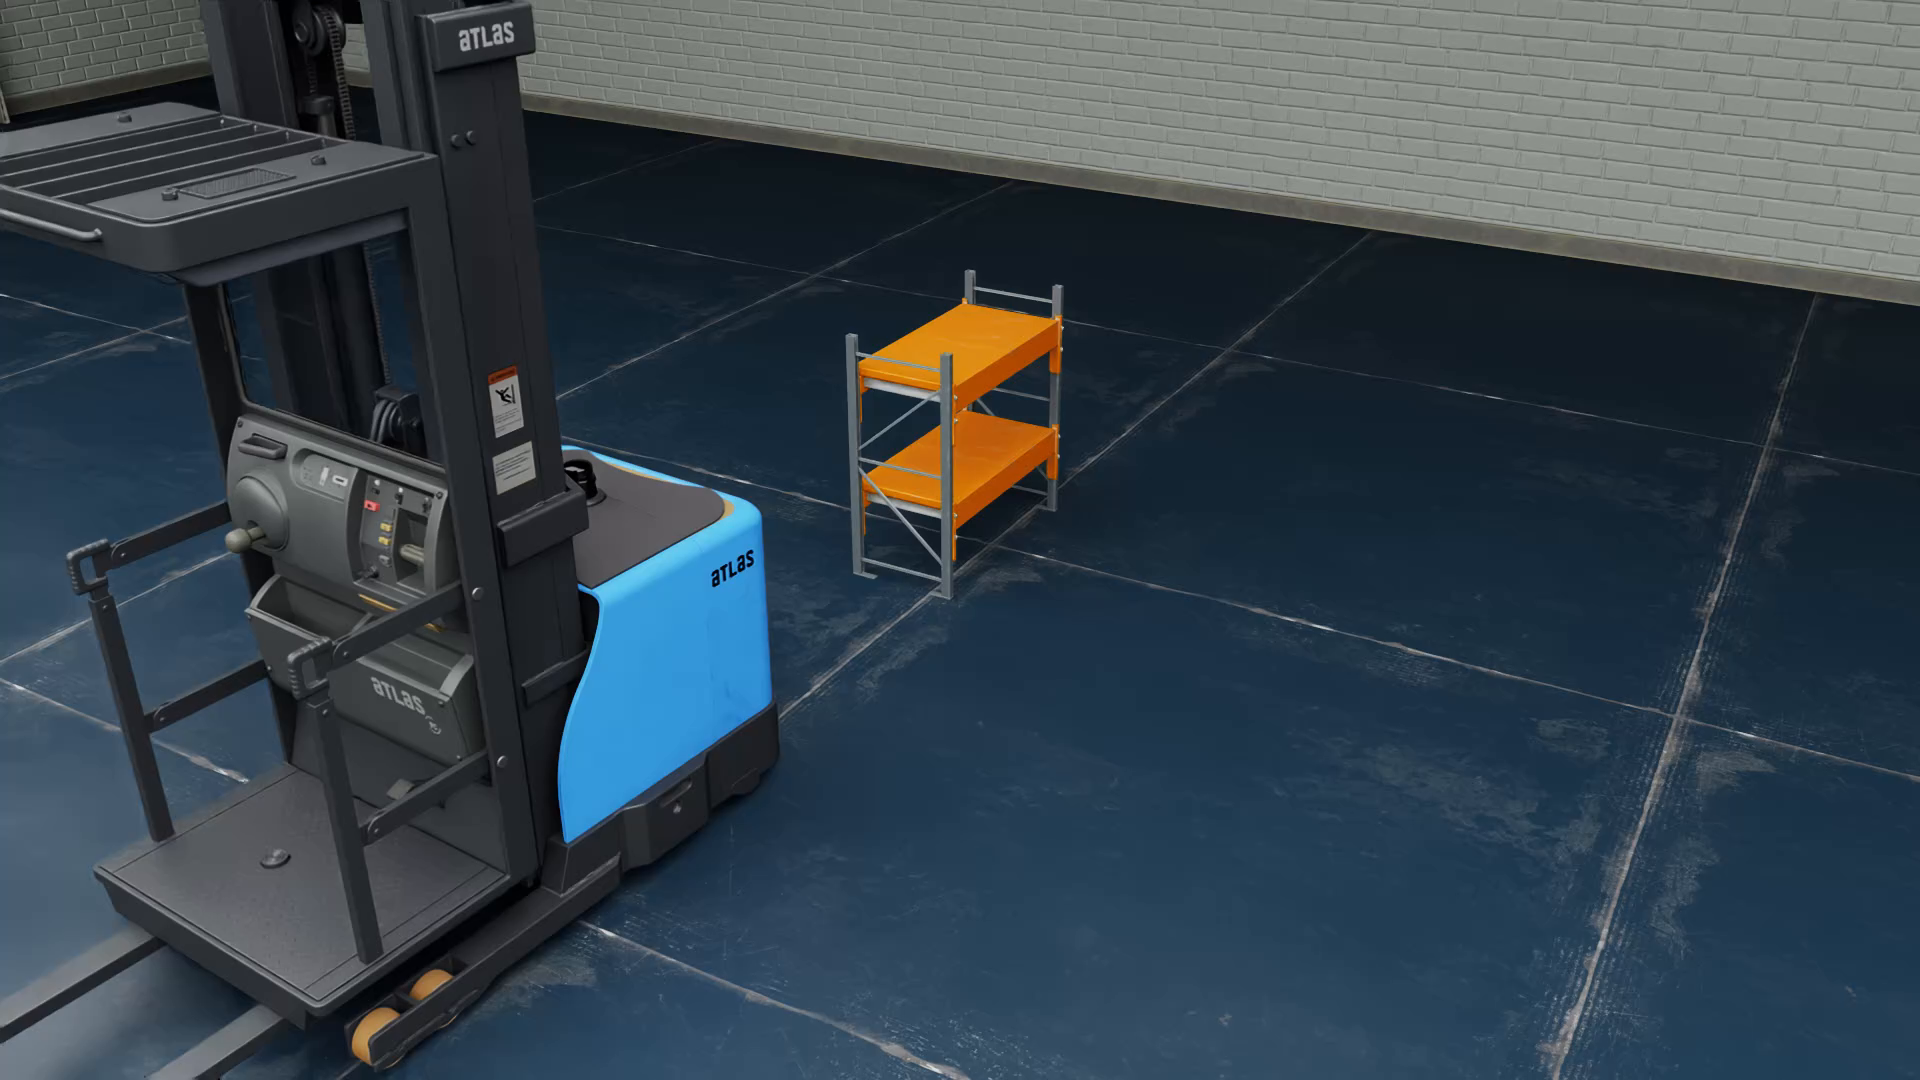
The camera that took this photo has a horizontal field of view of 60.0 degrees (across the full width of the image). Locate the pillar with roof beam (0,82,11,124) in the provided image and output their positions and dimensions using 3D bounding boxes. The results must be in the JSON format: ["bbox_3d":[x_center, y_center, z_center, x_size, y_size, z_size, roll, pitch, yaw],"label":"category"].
[{"bbox_3d":[-5.357,-6.937,11.556,9.100,9.000,0.400,14,30,26],"label":"pillar with roof beam"}]

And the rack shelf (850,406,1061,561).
[{"bbox_3d":[-0.003,-0.282,7.602,0.538,0.278,1.000,14,30,26],"label":"rack shelf"}]

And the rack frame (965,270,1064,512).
[{"bbox_3d":[0.247,-0.698,7.889,0.500,1.125,0.032,14,30,26],"label":"rack frame"}]

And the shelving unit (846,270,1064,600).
[{"bbox_3d":[-0.003,-0.500,7.493,0.538,1.125,1.048,14,30,26],"label":"shelving unit"}]

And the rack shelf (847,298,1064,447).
[{"bbox_3d":[-0.003,-0.762,7.362,0.538,0.278,1.000,14,30,26],"label":"rack shelf"}]

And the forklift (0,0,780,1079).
[{"bbox_3d":[-1.897,-0.049,4.574,1.130,2.935,3.031,17,31,30],"label":"forklift"}]

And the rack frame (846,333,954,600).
[{"bbox_3d":[-0.253,-0.302,7.097,0.500,1.125,0.032,14,30,26],"label":"rack frame"}]
